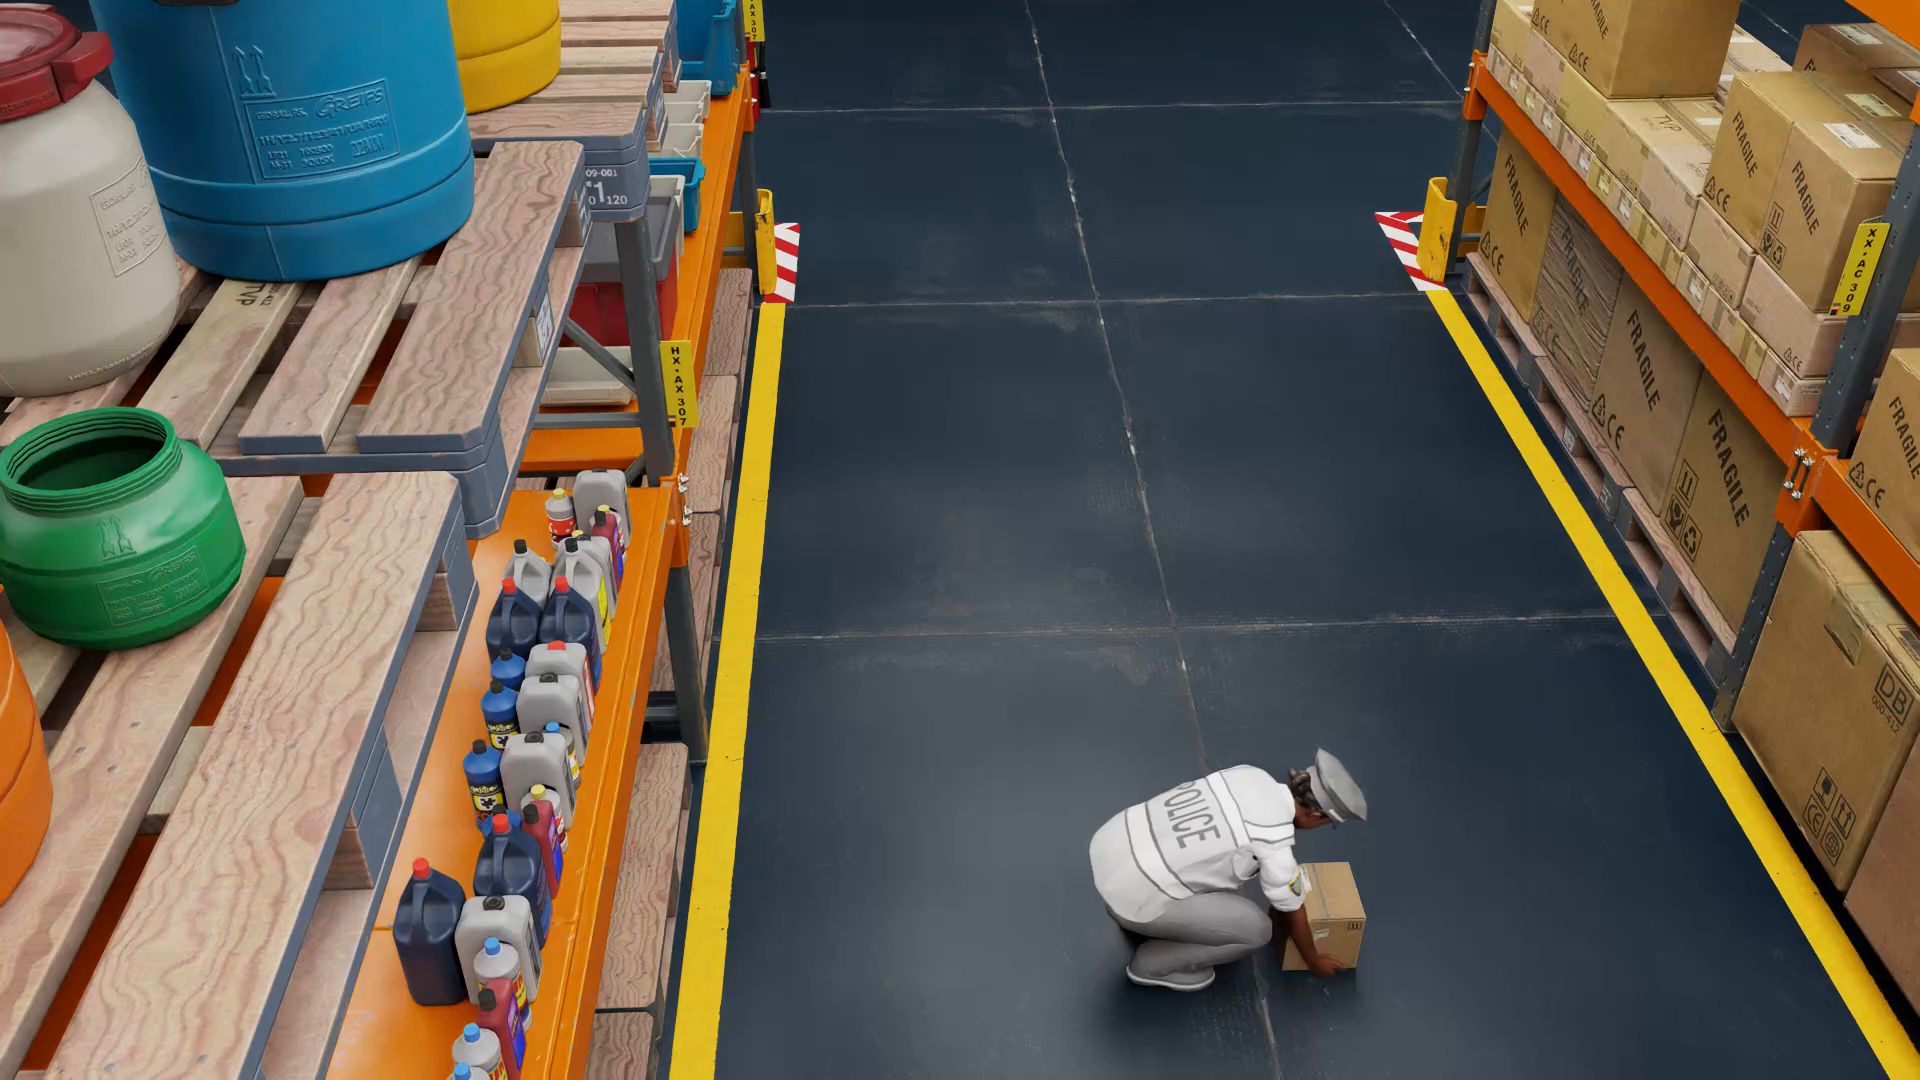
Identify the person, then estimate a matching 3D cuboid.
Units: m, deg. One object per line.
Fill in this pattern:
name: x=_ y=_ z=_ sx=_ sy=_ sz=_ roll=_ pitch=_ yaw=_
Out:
person: x=0.870 y=1.086 z=5.445 sx=0.893 sy=0.838 sz=0.478 roll=-2 pitch=35 yaw=-2
